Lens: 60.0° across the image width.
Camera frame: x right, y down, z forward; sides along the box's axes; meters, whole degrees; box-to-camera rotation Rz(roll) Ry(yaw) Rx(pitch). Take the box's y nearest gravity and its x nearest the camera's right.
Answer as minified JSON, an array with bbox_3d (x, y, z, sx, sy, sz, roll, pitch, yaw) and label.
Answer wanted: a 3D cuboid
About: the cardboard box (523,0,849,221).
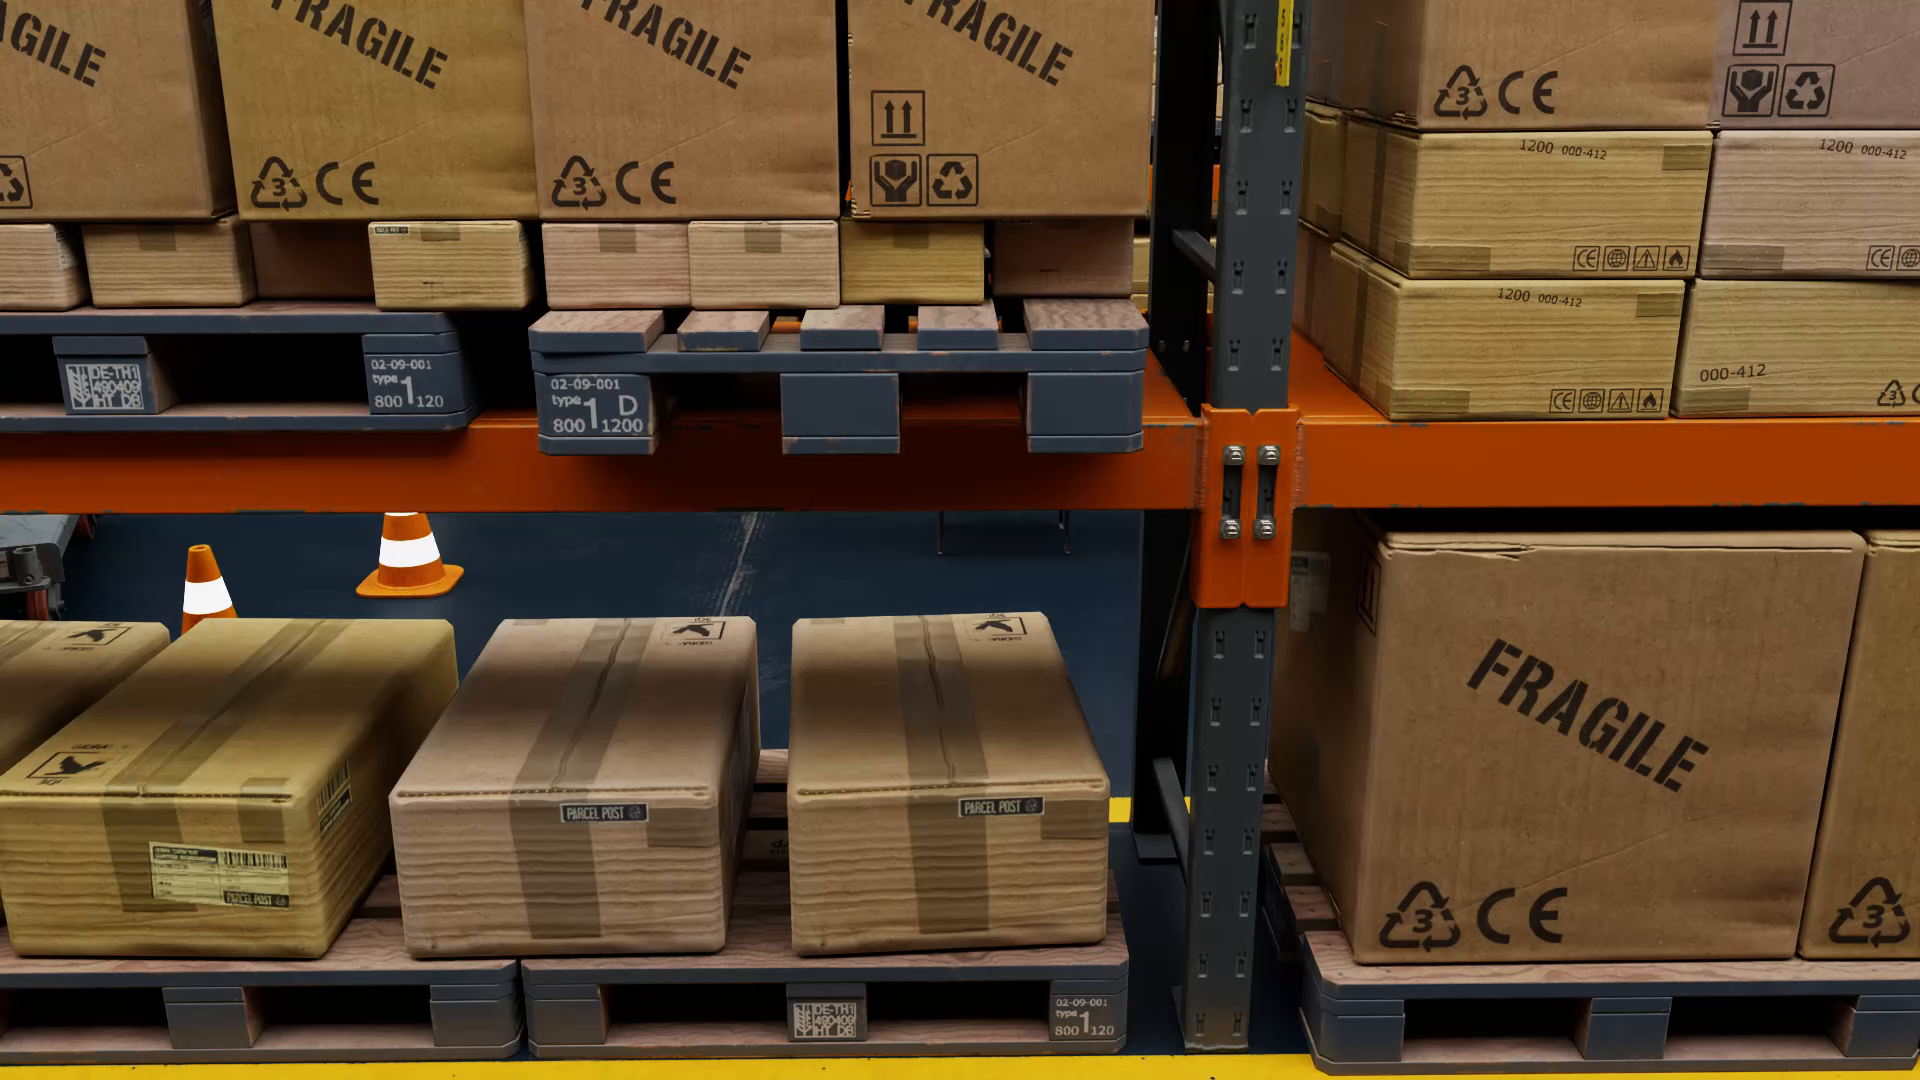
[{"bbox_3d":[-0.460,-0.847,2.938,0.500,0.500,0.500,-1,18,-2],"label":"cardboard box"}]

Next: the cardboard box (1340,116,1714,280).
[{"bbox_3d":[1.018,-0.644,3.072,0.500,0.250,0.500,0,18,-1],"label":"cardboard box"}]

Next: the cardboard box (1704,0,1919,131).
[{"bbox_3d":[1.500,-1.007,2.976,0.500,0.500,0.500,0,18,-1],"label":"cardboard box"}]

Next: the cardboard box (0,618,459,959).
[{"bbox_3d":[-1.554,0.508,3.666,0.625,0.372,0.950,0,18,1],"label":"cardboard box"}]

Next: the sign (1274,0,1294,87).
[{"bbox_3d":[0.525,-0.898,2.672,0.005,0.325,0.100,0,18,-1],"label":"sign"}]

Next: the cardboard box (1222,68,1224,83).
[{"bbox_3d":[1.353,-2.229,7.822,0.250,0.149,0.380,-1,18,-3],"label":"cardboard box"}]

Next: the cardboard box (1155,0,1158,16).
[{"bbox_3d":[1.734,-4.103,12.622,0.637,0.503,0.797,0,18,0],"label":"cardboard box"}]

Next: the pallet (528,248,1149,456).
[{"bbox_3d":[-0.204,-0.423,3.270,1.003,0.211,1.213,0,18,-1],"label":"pallet"}]

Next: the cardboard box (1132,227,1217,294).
[{"bbox_3d":[1.021,-1.358,8.047,0.500,0.250,0.500,-1,18,-3],"label":"cardboard box"}]

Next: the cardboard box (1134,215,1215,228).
[{"bbox_3d":[1.008,-1.512,8.527,0.500,0.250,0.500,-1,18,-2],"label":"cardboard box"}]

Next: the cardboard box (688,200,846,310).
[{"bbox_3d":[-0.335,-0.519,2.979,0.250,0.149,0.380,0,18,-1],"label":"cardboard box"}]

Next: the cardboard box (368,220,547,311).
[{"bbox_3d":[-0.862,-0.515,2.965,0.250,0.149,0.380,0,18,0],"label":"cardboard box"}]

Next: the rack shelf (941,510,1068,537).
[{"bbox_3d":[0.166,-0.321,6.447,0.480,0.518,0.431,0,18,-1],"label":"rack shelf"}]

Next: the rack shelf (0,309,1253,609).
[{"bbox_3d":[-1.492,-0.198,3.433,4.000,0.370,1.077,0,18,-1],"label":"rack shelf"}]

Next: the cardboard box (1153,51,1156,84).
[{"bbox_3d":[0.814,-2.225,7.809,0.250,0.149,0.380,1,18,2],"label":"cardboard box"}]

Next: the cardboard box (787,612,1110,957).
[{"bbox_3d":[-0.058,0.500,3.691,0.625,0.372,0.950,-1,18,-5],"label":"cardboard box"}]

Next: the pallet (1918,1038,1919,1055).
[{"bbox_3d":[2.514,0.792,3.735,1.213,0.211,1.003,0,18,-1],"label":"pallet"}]

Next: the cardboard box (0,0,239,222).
[{"bbox_3d":[-1.510,-0.842,2.922,0.500,0.500,0.500,-1,18,-3],"label":"cardboard box"}]

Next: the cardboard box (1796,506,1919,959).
[{"bbox_3d":[2.091,0.280,3.554,0.875,0.875,0.875,0,18,0],"label":"cardboard box"}]

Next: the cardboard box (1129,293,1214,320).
[{"bbox_3d":[1.039,-0.997,8.150,0.500,0.500,0.500,-1,18,-3],"label":"cardboard box"}]

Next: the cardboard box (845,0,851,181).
[{"bbox_3d":[-0.467,-1.004,3.427,0.500,0.500,0.500,1,18,2],"label":"cardboard box"}]

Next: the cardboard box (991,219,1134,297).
[{"bbox_3d":[0.183,-0.557,3.098,0.250,0.149,0.380,0,18,1],"label":"cardboard box"}]

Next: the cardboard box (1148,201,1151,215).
[{"bbox_3d":[1.041,-2.762,13.039,0.875,0.875,1.225,-1,18,-3],"label":"cardboard box"}]

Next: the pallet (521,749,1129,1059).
[{"bbox_3d":[-0.274,0.781,3.769,1.213,0.211,1.003,0,18,-1],"label":"pallet"}]

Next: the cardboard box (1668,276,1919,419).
[{"bbox_3d":[1.514,-0.412,3.168,0.500,0.250,0.500,-1,18,-2],"label":"cardboard box"}]

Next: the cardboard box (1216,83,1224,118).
[{"bbox_3d":[1.317,-2.085,7.861,0.250,0.149,0.380,1,18,2],"label":"cardboard box"}]

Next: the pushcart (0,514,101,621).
[{"bbox_3d":[-3.578,0.021,5.863,0.936,0.377,1.648,-7,19,-20],"label":"pushcart"}]

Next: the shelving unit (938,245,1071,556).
[{"bbox_3d":[0.166,-1.001,6.229,0.503,2.100,0.431,0,18,-1],"label":"shelving unit"}]

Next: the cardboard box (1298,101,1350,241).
[{"bbox_3d":[0.988,-0.797,3.549,0.500,0.250,0.500,0,18,-1],"label":"cardboard box"}]

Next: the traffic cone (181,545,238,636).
[{"bbox_3d":[-2.274,0.243,5.032,0.334,0.463,0.336,0,18,-1],"label":"traffic cone"}]

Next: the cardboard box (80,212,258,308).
[{"bbox_3d":[-1.365,-0.526,2.999,0.250,0.149,0.380,-1,18,-3],"label":"cardboard box"}]

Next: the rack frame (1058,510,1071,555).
[{"bbox_3d":[0.410,-1.002,6.233,0.015,2.100,0.400,0,18,-1],"label":"rack frame"}]

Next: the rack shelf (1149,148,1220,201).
[{"bbox_3d":[2.328,-1.729,8.204,4.000,0.370,1.077,0,18,-1],"label":"rack shelf"}]

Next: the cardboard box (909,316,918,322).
[{"bbox_3d":[-0.282,-1.215,8.420,0.750,0.750,1.050,-1,18,-2],"label":"cardboard box"}]

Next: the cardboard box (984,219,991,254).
[{"bbox_3d":[0.179,-0.686,3.499,0.250,0.149,0.380,-1,18,-4],"label":"cardboard box"}]
